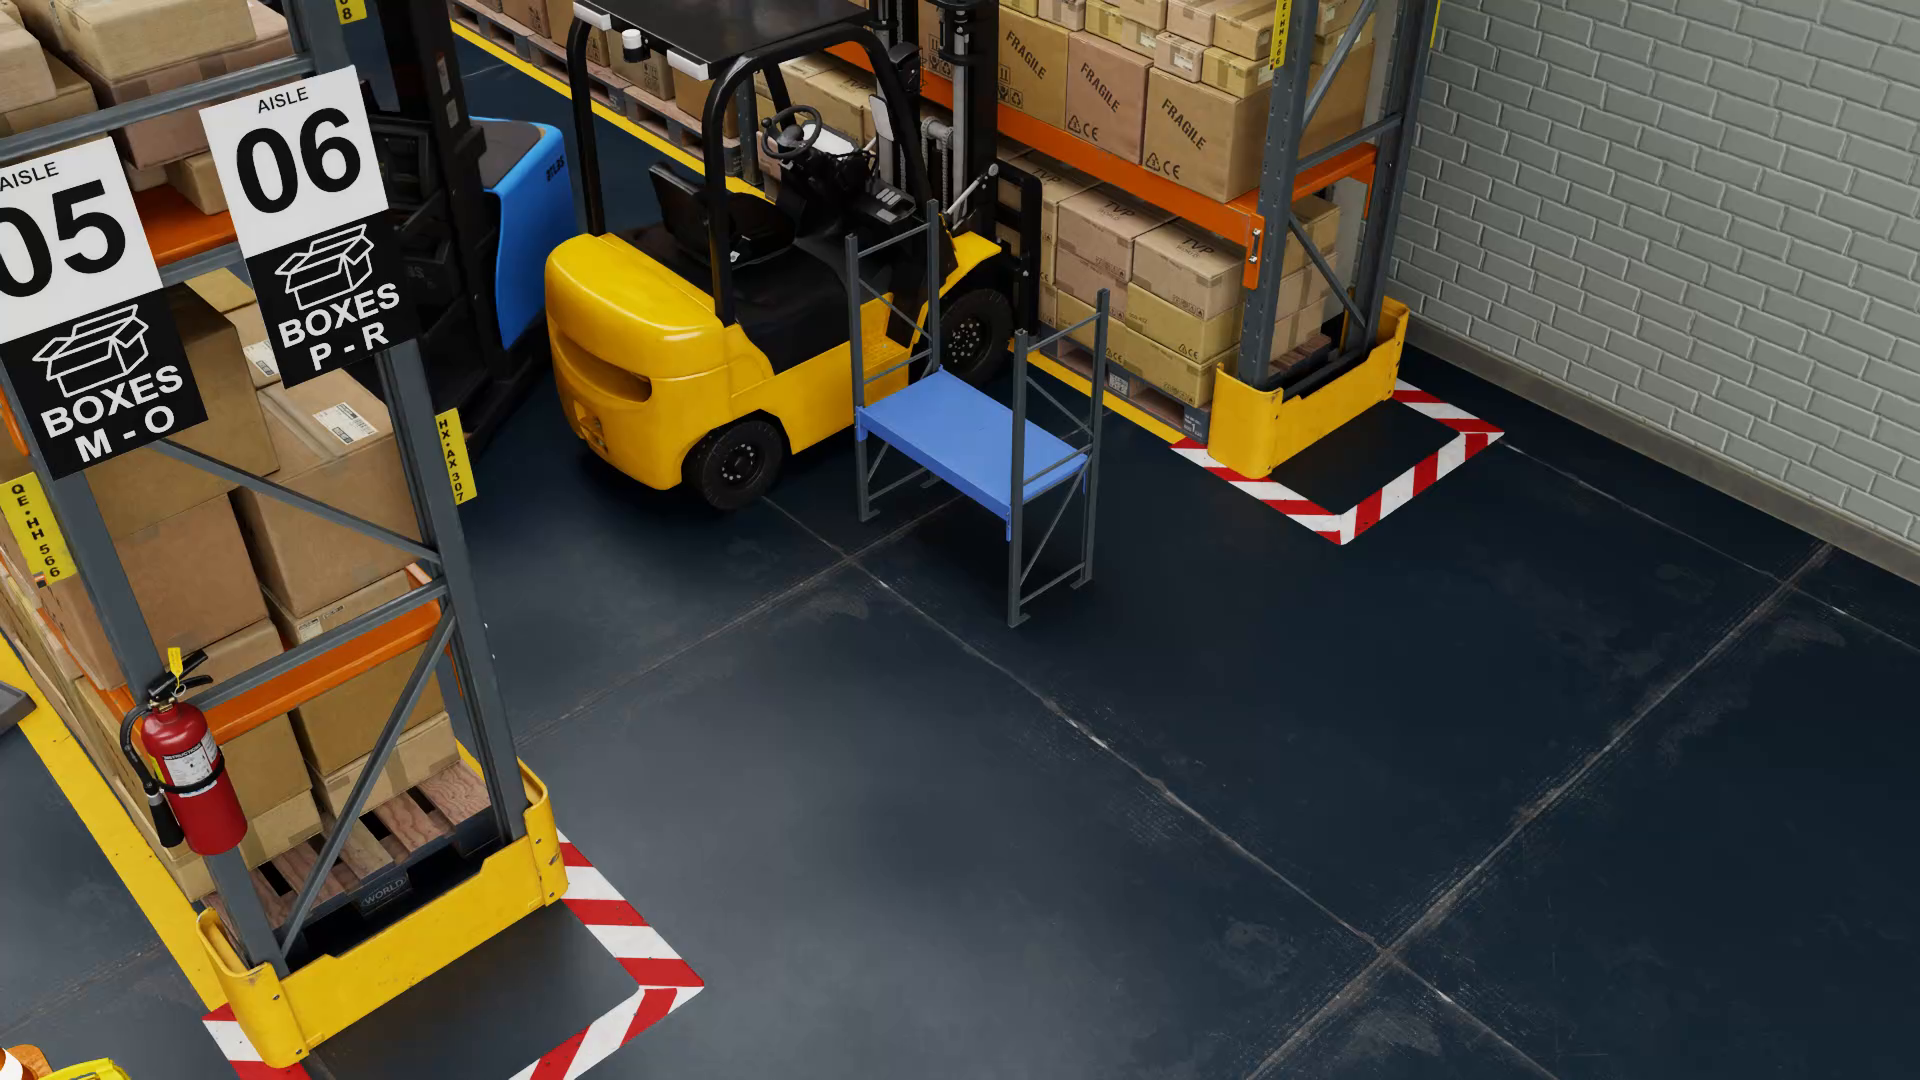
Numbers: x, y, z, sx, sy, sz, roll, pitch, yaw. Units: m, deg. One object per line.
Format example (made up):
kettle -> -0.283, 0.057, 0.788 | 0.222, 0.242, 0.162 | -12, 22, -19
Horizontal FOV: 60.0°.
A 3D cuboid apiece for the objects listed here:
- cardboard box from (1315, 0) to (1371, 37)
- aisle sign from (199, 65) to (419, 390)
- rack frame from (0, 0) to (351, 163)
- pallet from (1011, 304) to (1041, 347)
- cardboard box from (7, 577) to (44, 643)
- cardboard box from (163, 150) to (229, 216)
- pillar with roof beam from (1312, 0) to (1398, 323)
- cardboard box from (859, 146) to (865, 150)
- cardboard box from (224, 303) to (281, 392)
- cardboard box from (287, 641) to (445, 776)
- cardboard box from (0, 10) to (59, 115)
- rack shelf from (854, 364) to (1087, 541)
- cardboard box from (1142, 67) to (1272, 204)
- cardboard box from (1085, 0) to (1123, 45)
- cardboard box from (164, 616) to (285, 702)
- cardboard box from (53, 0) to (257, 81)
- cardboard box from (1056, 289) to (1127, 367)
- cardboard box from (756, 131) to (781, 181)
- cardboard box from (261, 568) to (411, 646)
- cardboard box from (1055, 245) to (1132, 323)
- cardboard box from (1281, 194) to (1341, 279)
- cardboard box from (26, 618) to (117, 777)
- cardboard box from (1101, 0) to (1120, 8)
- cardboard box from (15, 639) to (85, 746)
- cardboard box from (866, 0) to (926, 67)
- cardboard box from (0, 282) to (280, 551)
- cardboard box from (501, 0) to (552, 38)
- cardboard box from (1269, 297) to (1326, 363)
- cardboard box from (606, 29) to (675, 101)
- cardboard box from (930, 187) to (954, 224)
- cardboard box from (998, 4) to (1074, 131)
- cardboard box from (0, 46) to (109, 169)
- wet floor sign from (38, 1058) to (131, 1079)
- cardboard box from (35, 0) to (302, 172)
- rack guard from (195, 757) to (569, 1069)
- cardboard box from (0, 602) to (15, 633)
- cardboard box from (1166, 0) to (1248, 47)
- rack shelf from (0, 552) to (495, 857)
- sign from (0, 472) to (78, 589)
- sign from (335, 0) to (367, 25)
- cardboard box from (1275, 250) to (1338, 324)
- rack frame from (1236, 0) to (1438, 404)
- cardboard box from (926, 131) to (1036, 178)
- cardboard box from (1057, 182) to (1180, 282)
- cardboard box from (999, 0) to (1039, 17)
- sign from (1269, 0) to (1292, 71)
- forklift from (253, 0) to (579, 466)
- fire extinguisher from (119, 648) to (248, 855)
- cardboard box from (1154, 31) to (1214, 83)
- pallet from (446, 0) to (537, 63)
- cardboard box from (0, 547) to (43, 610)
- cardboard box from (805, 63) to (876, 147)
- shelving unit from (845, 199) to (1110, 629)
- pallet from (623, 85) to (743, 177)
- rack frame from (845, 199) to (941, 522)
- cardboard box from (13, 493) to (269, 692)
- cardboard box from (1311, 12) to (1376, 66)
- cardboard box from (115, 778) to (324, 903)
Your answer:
cardboard box -> 1.665, -2.439, 7.550 | 0.380, 0.149, 0.250 | -31, 48, -32
aisle sign -> -1.649, -0.789, 4.271 | 0.394, 0.787, 0.004 | -30, 48, -32
rack frame -> -1.919, -2.009, 3.075 | 1.000, 3.000, 0.127 | -30, 48, -32
pallet -> 0.366, -1.602, 9.565 | 1.003, 0.211, 1.213 | -30, 48, -32
cardboard box -> -3.118, 0.168, 5.895 | 0.380, 0.149, 0.250 | -29, 47, -31
cardboard box -> -1.904, -1.036, 4.457 | 0.380, 0.149, 0.250 | -30, 48, -32
pillar with roof beam -> -1.243, -2.996, 4.297 | 9.100, 9.000, 0.400 | -30, 48, -32
cardboard box -> -0.529, -2.338, 9.714 | 0.500, 0.250, 0.500 | -30, 48, -32
cardboard box -> -2.388, -0.405, 5.548 | 0.500, 0.500, 0.500 | -28, 47, -31
cardboard box -> -2.277, 0.438, 6.078 | 0.500, 0.500, 0.500 | -32, 49, -33
cardboard box -> -2.365, -1.085, 3.884 | 0.380, 0.149, 0.250 | -29, 47, -31
rack shelf -> 0.058, -0.404, 7.343 | 0.538, 0.185, 1.000 | -30, 48, -32
cardboard box -> 1.208, -1.941, 7.686 | 0.500, 0.500, 0.500 | -31, 48, -33
cardboard box -> 0.809, -2.490, 7.850 | 0.380, 0.149, 0.250 | -30, 48, -32
cardboard box -> -2.330, 0.341, 5.141 | 0.380, 0.149, 0.250 | -28, 47, -30
cardboard box -> -2.009, -1.305, 4.157 | 0.380, 0.149, 0.250 | -30, 48, -32
cardboard box -> 0.855, -1.197, 8.699 | 0.500, 0.250, 0.500 | -30, 48, -32
cardboard box -> -0.887, -2.366, 10.147 | 0.500, 0.250, 0.500 | -29, 47, -31
cardboard box -> -1.996, 0.178, 5.343 | 0.380, 0.149, 0.250 | -30, 48, -32
cardboard box -> 0.844, -1.403, 8.556 | 0.500, 0.250, 0.500 | -30, 48, -32
cardboard box -> 1.549, -1.571, 8.367 | 0.500, 0.250, 0.500 | -31, 48, -32
cardboard box -> -3.008, 0.440, 6.076 | 0.500, 0.500, 0.500 | -28, 47, -30
cardboard box -> 0.837, -2.626, 7.782 | 0.380, 0.149, 0.250 | -30, 47, -31
cardboard box -> -3.367, 0.489, 6.612 | 0.500, 0.250, 0.500 | -32, 49, -33
cardboard box -> -0.155, -2.892, 8.864 | 0.500, 0.500, 0.500 | -30, 48, -32
cardboard box -> -2.425, -0.362, 4.699 | 0.700, 0.500, 0.500 | -31, 48, -33
cardboard box -> -2.817, -4.134, 12.038 | 0.875, 0.625, 0.625 | -28, 47, -30
cardboard box -> 1.546, -1.190, 8.690 | 0.500, 0.250, 0.500 | -30, 48, -32
cardboard box -> -1.851, -3.476, 11.222 | 0.875, 0.625, 0.625 | -30, 48, -32
cardboard box -> 0.144, -1.866, 9.130 | 0.500, 0.250, 0.500 | -30, 48, -32
cardboard box -> 0.517, -2.422, 8.282 | 0.500, 0.500, 0.500 | -31, 48, -32
cardboard box -> -2.464, -1.022, 4.123 | 0.500, 0.250, 0.500 | -31, 48, -32
wet floor sign -> -2.579, 1.784, 5.028 | 0.267, 0.644, 0.232 | -15, 41, -17
cardboard box -> -2.063, -1.245, 4.400 | 0.500, 0.250, 0.500 | -31, 48, -32
rack guard -> -1.970, 1.262, 5.789 | 1.175, 0.500, 0.348 | -30, 48, -32
cardboard box -> -3.704, -0.040, 6.670 | 0.500, 0.500, 0.500 | -27, 46, -30
cardboard box -> 1.147, -2.370, 7.465 | 0.380, 0.149, 0.250 | -30, 48, -32
rack shelf -> -3.272, -0.321, 6.332 | 1.077, 0.370, 4.000 | -30, 48, -32
sign -> -2.341, -0.022, 4.216 | 0.100, 0.325, 0.005 | -30, 48, -32
sign -> -1.520, -1.412, 4.029 | 0.100, 0.325, 0.005 | -30, 48, -32
cardboard box -> 1.570, -1.380, 8.528 | 0.500, 0.250, 0.500 | -29, 47, -31
rack frame -> 1.735, -1.786, 7.574 | 1.000, 3.000, 0.127 | -30, 48, -32
cardboard box -> 0.158, -2.050, 8.959 | 0.500, 0.250, 0.500 | -31, 48, -33
cardboard box -> 0.844, -1.583, 8.381 | 0.500, 0.250, 0.500 | -29, 47, -31
cardboard box -> 0.408, -2.702, 8.112 | 0.380, 0.149, 0.250 | -30, 47, -31
sign -> 1.326, -2.104, 6.858 | 0.100, 0.325, 0.005 | -30, 48, -32
forklift -> -2.902, -1.655, 7.466 | 1.130, 2.935, 3.031 | 8, 40, 10
fire extinguisher -> -2.181, 0.604, 4.676 | 0.296, 0.674, 0.183 | -30, 48, -32
cardboard box -> 1.099, -2.224, 7.521 | 0.380, 0.149, 0.250 | -29, 47, -31
pallet -> -3.148, -4.006, 12.542 | 1.003, 0.211, 1.213 | -30, 48, -32
cardboard box -> -2.937, 0.037, 5.517 | 0.380, 0.149, 0.250 | -29, 47, -31
cardboard box -> -0.536, -2.522, 9.543 | 0.500, 0.250, 0.500 | -30, 48, -32
shelving unit -> 0.058, -0.544, 7.230 | 0.538, 1.500, 1.048 | -30, 48, -32
pallet -> -1.498, -2.877, 11.144 | 1.003, 0.211, 1.213 | -30, 48, -32
rack frame -> -0.286, -0.779, 7.521 | 0.500, 1.500, 0.032 | -30, 48, -32
cardboard box -> -2.489, 0.036, 5.001 | 0.500, 0.500, 0.500 | -31, 48, -32
cardboard box -> 1.696, -2.344, 7.670 | 0.380, 0.149, 0.250 | -31, 48, -33
cardboard box -> -2.680, 0.961, 6.027 | 0.500, 0.250, 0.500 | -30, 48, -32
